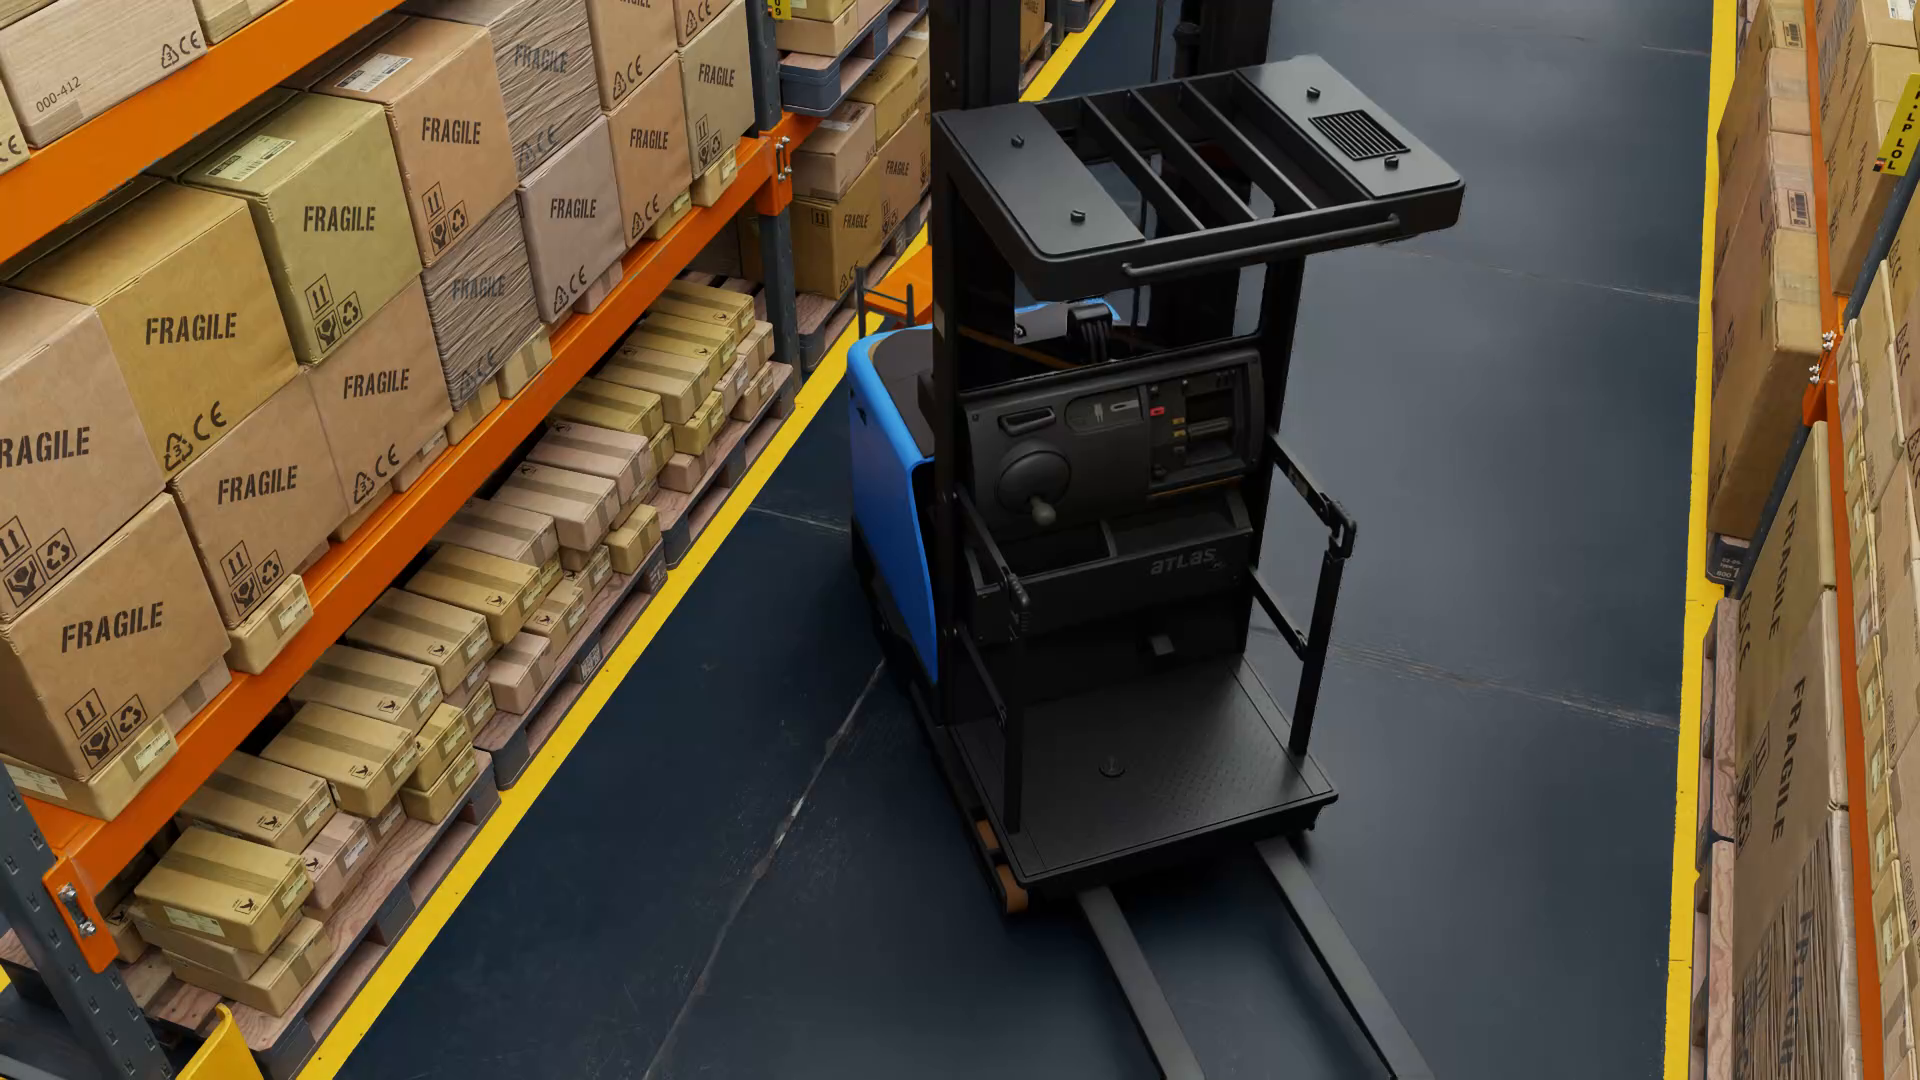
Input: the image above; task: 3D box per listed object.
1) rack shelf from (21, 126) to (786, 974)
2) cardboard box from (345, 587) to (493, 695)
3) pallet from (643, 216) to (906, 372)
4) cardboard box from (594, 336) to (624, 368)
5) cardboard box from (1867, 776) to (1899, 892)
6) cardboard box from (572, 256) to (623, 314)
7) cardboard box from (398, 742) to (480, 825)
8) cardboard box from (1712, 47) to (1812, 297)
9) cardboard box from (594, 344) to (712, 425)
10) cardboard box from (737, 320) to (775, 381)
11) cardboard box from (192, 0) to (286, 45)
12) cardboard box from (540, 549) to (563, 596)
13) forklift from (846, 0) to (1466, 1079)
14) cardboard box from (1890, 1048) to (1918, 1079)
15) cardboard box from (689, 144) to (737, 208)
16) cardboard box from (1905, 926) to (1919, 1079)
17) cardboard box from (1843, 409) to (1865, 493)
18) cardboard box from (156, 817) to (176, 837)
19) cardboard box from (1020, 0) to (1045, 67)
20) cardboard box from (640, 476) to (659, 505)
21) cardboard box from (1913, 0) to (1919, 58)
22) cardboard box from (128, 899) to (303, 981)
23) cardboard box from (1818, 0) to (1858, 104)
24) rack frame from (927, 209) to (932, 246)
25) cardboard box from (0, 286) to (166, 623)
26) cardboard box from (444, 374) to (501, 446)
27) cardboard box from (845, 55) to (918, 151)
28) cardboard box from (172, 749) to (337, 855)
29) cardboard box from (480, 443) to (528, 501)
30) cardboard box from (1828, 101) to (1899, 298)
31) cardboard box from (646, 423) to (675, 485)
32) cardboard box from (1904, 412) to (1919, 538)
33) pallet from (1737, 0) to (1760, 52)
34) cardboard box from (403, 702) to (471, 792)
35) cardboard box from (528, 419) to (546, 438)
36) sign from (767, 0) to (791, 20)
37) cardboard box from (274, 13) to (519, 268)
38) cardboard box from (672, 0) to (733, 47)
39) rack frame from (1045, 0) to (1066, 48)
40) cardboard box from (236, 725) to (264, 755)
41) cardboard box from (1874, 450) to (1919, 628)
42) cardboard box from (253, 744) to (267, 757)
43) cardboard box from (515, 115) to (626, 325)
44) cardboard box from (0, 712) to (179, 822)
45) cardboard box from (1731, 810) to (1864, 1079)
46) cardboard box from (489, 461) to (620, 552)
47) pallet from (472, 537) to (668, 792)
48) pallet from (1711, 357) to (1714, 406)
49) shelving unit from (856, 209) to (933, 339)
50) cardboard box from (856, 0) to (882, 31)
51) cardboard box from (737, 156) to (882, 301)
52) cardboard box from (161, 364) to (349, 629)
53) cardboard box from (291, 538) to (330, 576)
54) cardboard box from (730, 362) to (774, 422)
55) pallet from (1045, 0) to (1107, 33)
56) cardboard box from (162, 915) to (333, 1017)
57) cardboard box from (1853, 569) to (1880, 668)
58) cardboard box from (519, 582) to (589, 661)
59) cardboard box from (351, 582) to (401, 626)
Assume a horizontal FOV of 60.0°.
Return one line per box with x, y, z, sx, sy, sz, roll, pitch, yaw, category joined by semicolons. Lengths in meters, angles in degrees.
-1.889;-0.414;5.479;1.077;0.370;4.000;13;42;15;rack shelf
-1.776;0.329;5.468;0.380;0.149;0.250;15;43;17;cardboard box
-0.941;-1.322;8.137;1.003;0.211;1.213;13;42;15;pallet
-1.632;-0.772;6.987;0.380;0.149;0.250;14;42;15;cardboard box
2.301;0.718;3.791;0.380;0.149;0.250;13;42;15;cardboard box
-1.393;-0.931;5.724;0.380;0.149;0.250;12;42;13;cardboard box
-1.812;0.746;5.438;0.380;0.149;0.250;14;42;16;cardboard box
4.221;-1.578;7.602;1.225;0.875;0.875;13;42;15;cardboard box
-1.211;-0.617;6.576;0.380;0.149;0.250;13;42;15;cardboard box
-1.014;-0.834;7.060;0.380;0.149;0.250;14;42;16;cardboard box
-1.831;-1.407;3.892;0.500;0.250;0.500;12;42;14;cardboard box
-1.659;0.105;5.960;0.380;0.149;0.250;15;43;17;cardboard box
0.539;-0.218;4.747;1.130;2.935;3.031;-13;42;-14;forklift
2.040;1.187;3.241;0.380;0.149;0.250;13;42;15;cardboard box
-1.069;-1.405;6.279;0.380;0.149;0.250;12;42;14;cardboard box
2.143;0.974;3.183;0.500;0.250;0.500;13;42;14;cardboard box
2.828;-0.222;4.893;0.380;0.149;0.250;15;43;16;cardboard box
-2.491;0.711;5.021;0.380;0.149;0.250;14;42;16;cardboard box
0.183;-3.097;9.671;0.500;0.500;0.500;13;42;15;cardboard box
-1.421;-0.219;6.569;0.380;0.149;0.250;12;42;14;cardboard box
3.877;-1.973;5.901;0.797;0.503;0.637;14;42;16;cardboard box
-2.153;1.081;4.816;0.380;0.149;0.250;15;43;17;cardboard box
3.848;-2.054;6.770;0.500;0.500;0.500;13;42;15;cardboard box
-0.020;-0.770;6.728;0.240;1.200;0.015;22;45;23;rack frame
-2.170;-0.215;3.614;0.500;0.500;0.500;13;42;15;cardboard box
-1.669;-0.460;5.172;0.380;0.149;0.250;15;43;17;cardboard box
-0.525;-2.119;7.948;0.500;0.250;0.500;14;43;16;cardboard box
-2.094;0.791;4.926;0.380;0.149;0.250;14;42;16;cardboard box
-1.893;-0.289;6.421;0.380;0.149;0.250;15;43;17;cardboard box
3.324;-1.129;5.686;0.500;0.500;0.500;13;42;15;cardboard box
-1.348;-0.367;6.513;0.380;0.149;0.250;14;42;15;cardboard box
2.668;-0.234;4.022;0.500;0.500;0.500;12;42;14;cardboard box
5.476;-3.342;10.505;1.003;0.211;1.213;13;42;15;pallet
-1.816;0.625;5.350;0.380;0.149;0.250;15;43;16;cardboard box
-1.776;-0.561;6.511;0.380;0.149;0.250;12;42;14;cardboard box
-0.693;-2.121;6.259;0.100;0.325;0.005;13;42;15;sign
-1.634;-1.148;4.708;0.500;0.500;0.500;12;42;14;cardboard box
-1.112;-2.093;5.815;0.500;0.500;0.500;12;42;14;cardboard box
0.162;-4.348;9.535;1.000;3.000;0.127;13;42;15;rack frame
-2.485;0.641;5.332;0.380;0.149;0.250;12;42;13;cardboard box
2.668;0.046;4.271;0.500;0.250;0.500;14;43;16;cardboard box
-2.425;0.768;5.412;0.380;0.149;0.250;13;42;15;cardboard box
-1.455;-1.082;5.401;0.500;0.500;0.500;13;42;15;cardboard box
-2.155;0.503;4.043;0.380;0.149;0.250;13;42;15;cardboard box
2.508;1.380;4.135;0.875;0.875;0.875;13;42;15;cardboard box
-1.460;-0.123;5.997;0.380;0.149;0.250;12;42;14;cardboard box
-1.817;0.317;6.216;1.003;0.211;1.213;13;42;15;pallet
4.029;-0.919;7.664;1.003;0.211;1.213;13;42;15;pallet
-0.147;-0.635;6.569;0.258;1.200;0.503;22;45;23;shelving unit
-0.549;-2.281;6.982;0.380;0.149;0.250;14;42;16;cardboard box
-0.704;-1.509;7.809;0.500;0.500;0.500;15;43;17;cardboard box
-2.001;-0.164;4.325;0.500;0.500;0.500;13;42;15;cardboard box
-2.004;-0.003;4.636;0.380;0.149;0.250;15;43;17;cardboard box
-1.019;-0.668;7.095;0.380;0.149;0.250;14;42;16;cardboard box
0.503;-3.751;10.984;1.003;0.211;1.213;13;42;15;pallet
-2.093;1.208;4.896;0.380;0.149;0.250;14;42;16;cardboard box
2.564;0.247;4.342;0.380;0.149;0.250;14;42;16;cardboard box
-1.577;0.262;6.005;0.380;0.149;0.250;13;42;15;cardboard box
-2.215;0.170;5.884;0.380;0.149;0.250;15;43;17;cardboard box
